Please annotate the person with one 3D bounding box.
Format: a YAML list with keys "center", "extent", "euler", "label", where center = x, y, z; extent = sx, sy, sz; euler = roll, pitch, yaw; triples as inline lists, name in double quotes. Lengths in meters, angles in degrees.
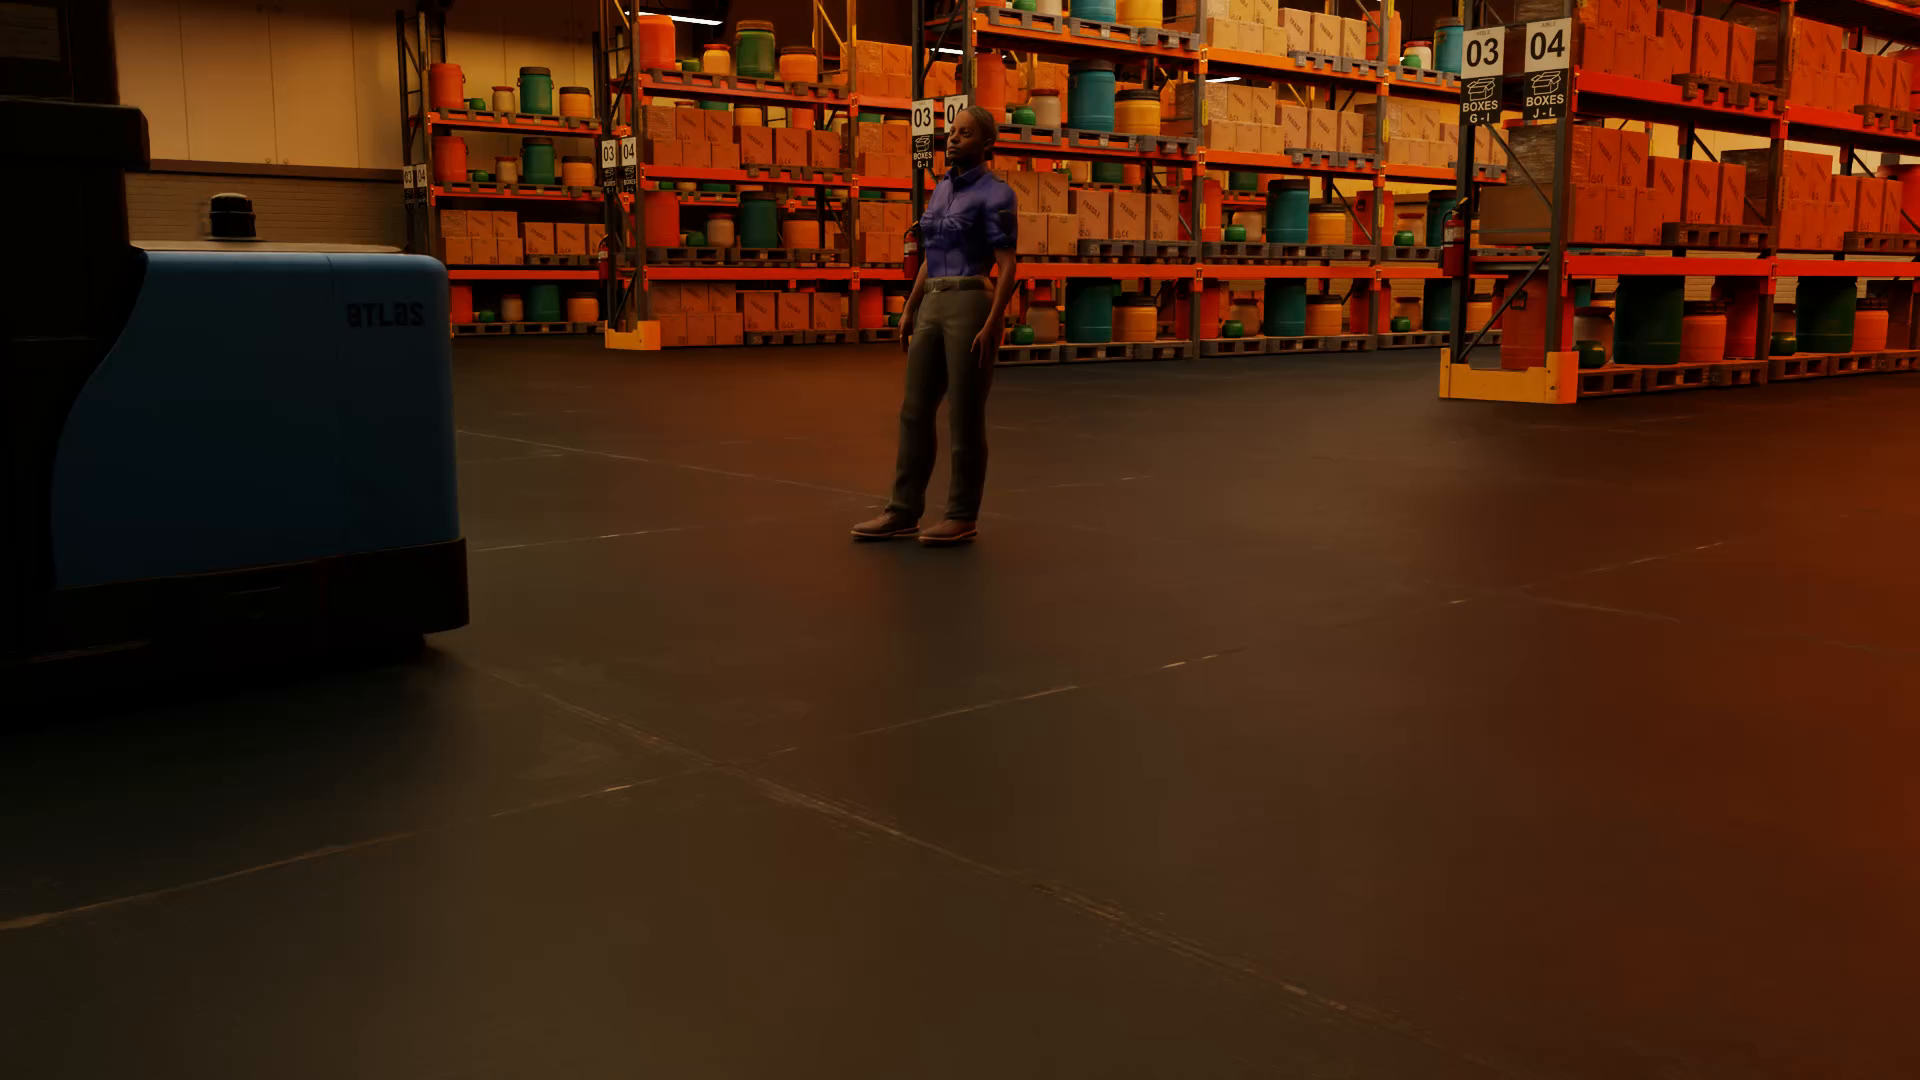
- center: [-0.079, -0.806, 6.372]
  extent: [0.504, 1.630, 0.569]
  euler: [-8, 12, -40]
  label: "person"

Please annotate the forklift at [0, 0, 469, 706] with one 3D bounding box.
- center: [-2.741, -1.036, 3.647]
  extent: [1.130, 2.935, 3.031]
  euler: [8, 12, 44]
  label: "forklift"
